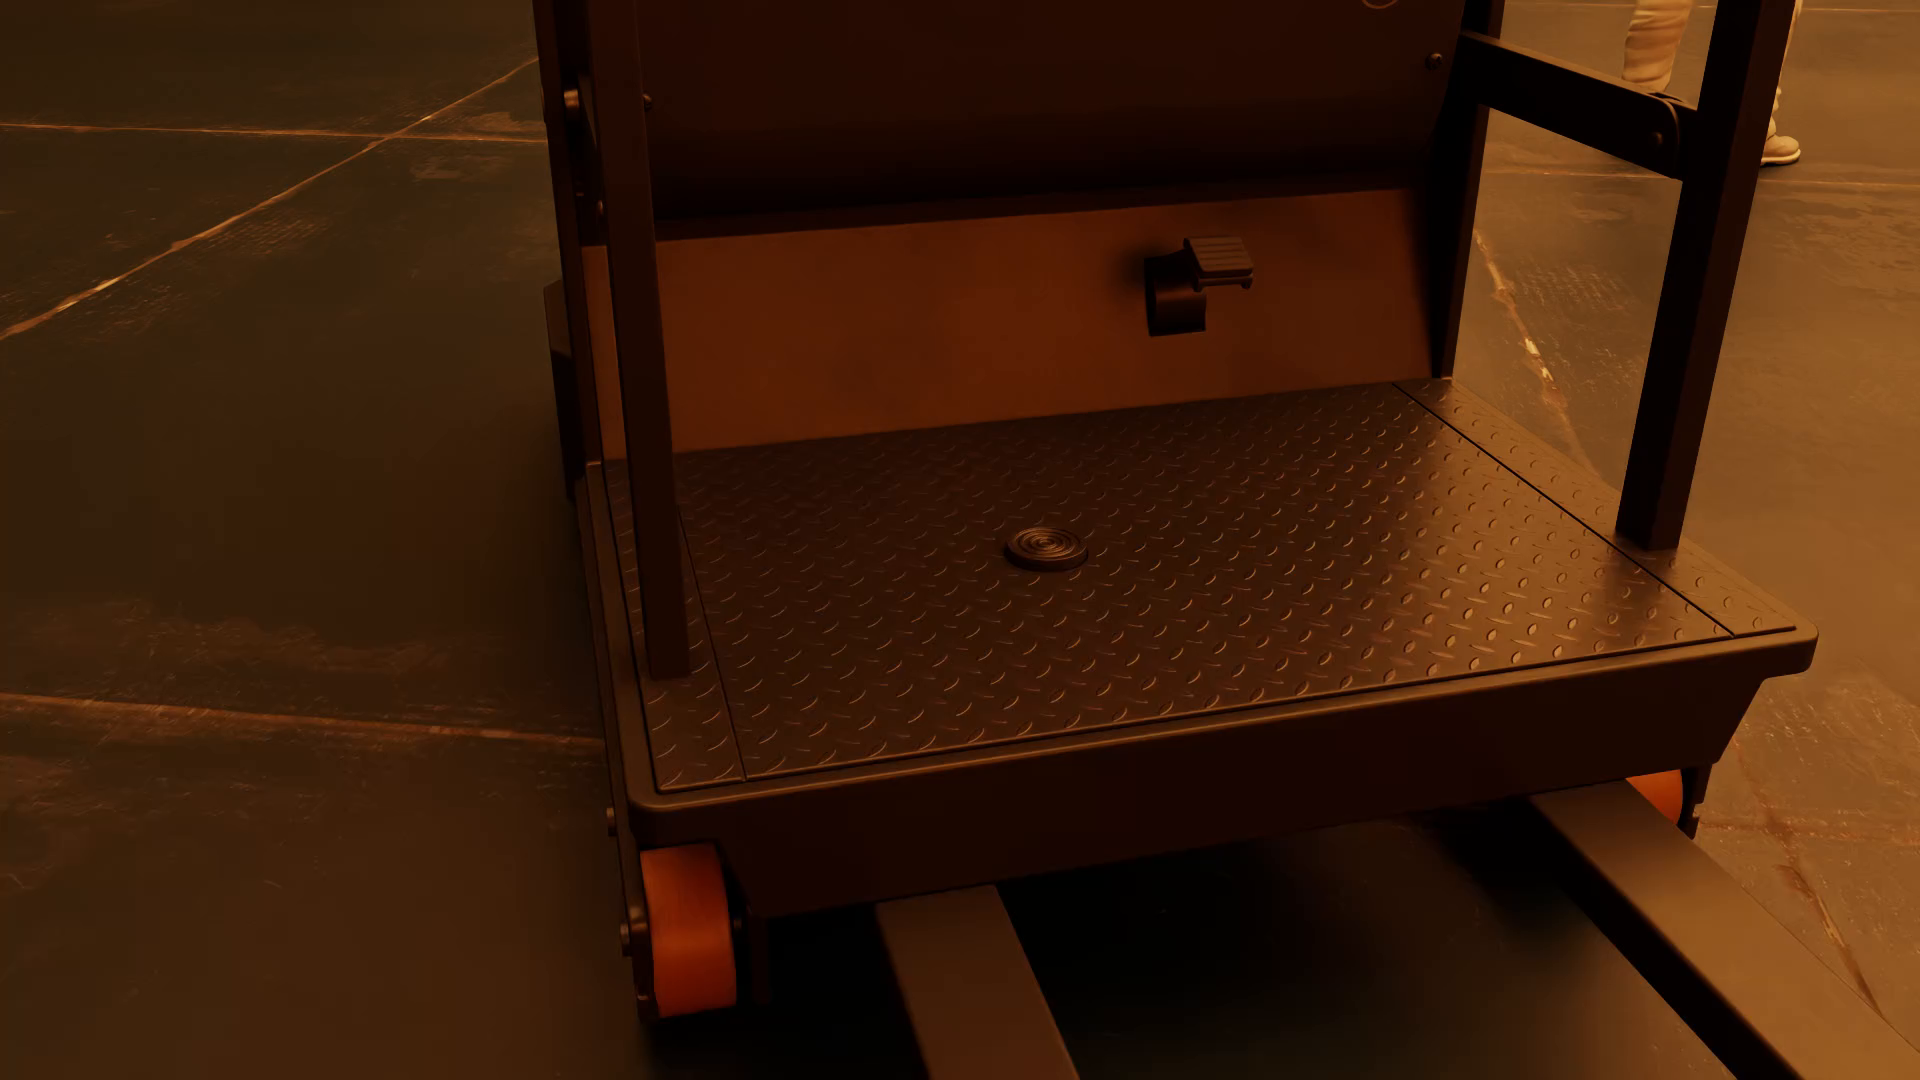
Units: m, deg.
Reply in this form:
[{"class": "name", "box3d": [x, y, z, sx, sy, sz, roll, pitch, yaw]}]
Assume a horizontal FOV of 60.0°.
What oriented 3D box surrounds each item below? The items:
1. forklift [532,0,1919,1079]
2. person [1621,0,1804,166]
[{"class": "forklift", "box3d": [0.153, -1.049, 1.319, 1.130, 2.935, 3.031, -7, 27, -13]}, {"class": "person", "box3d": [2.052, -1.841, 4.327, 0.547, 1.666, 0.473, 21, 33, 36]}]
